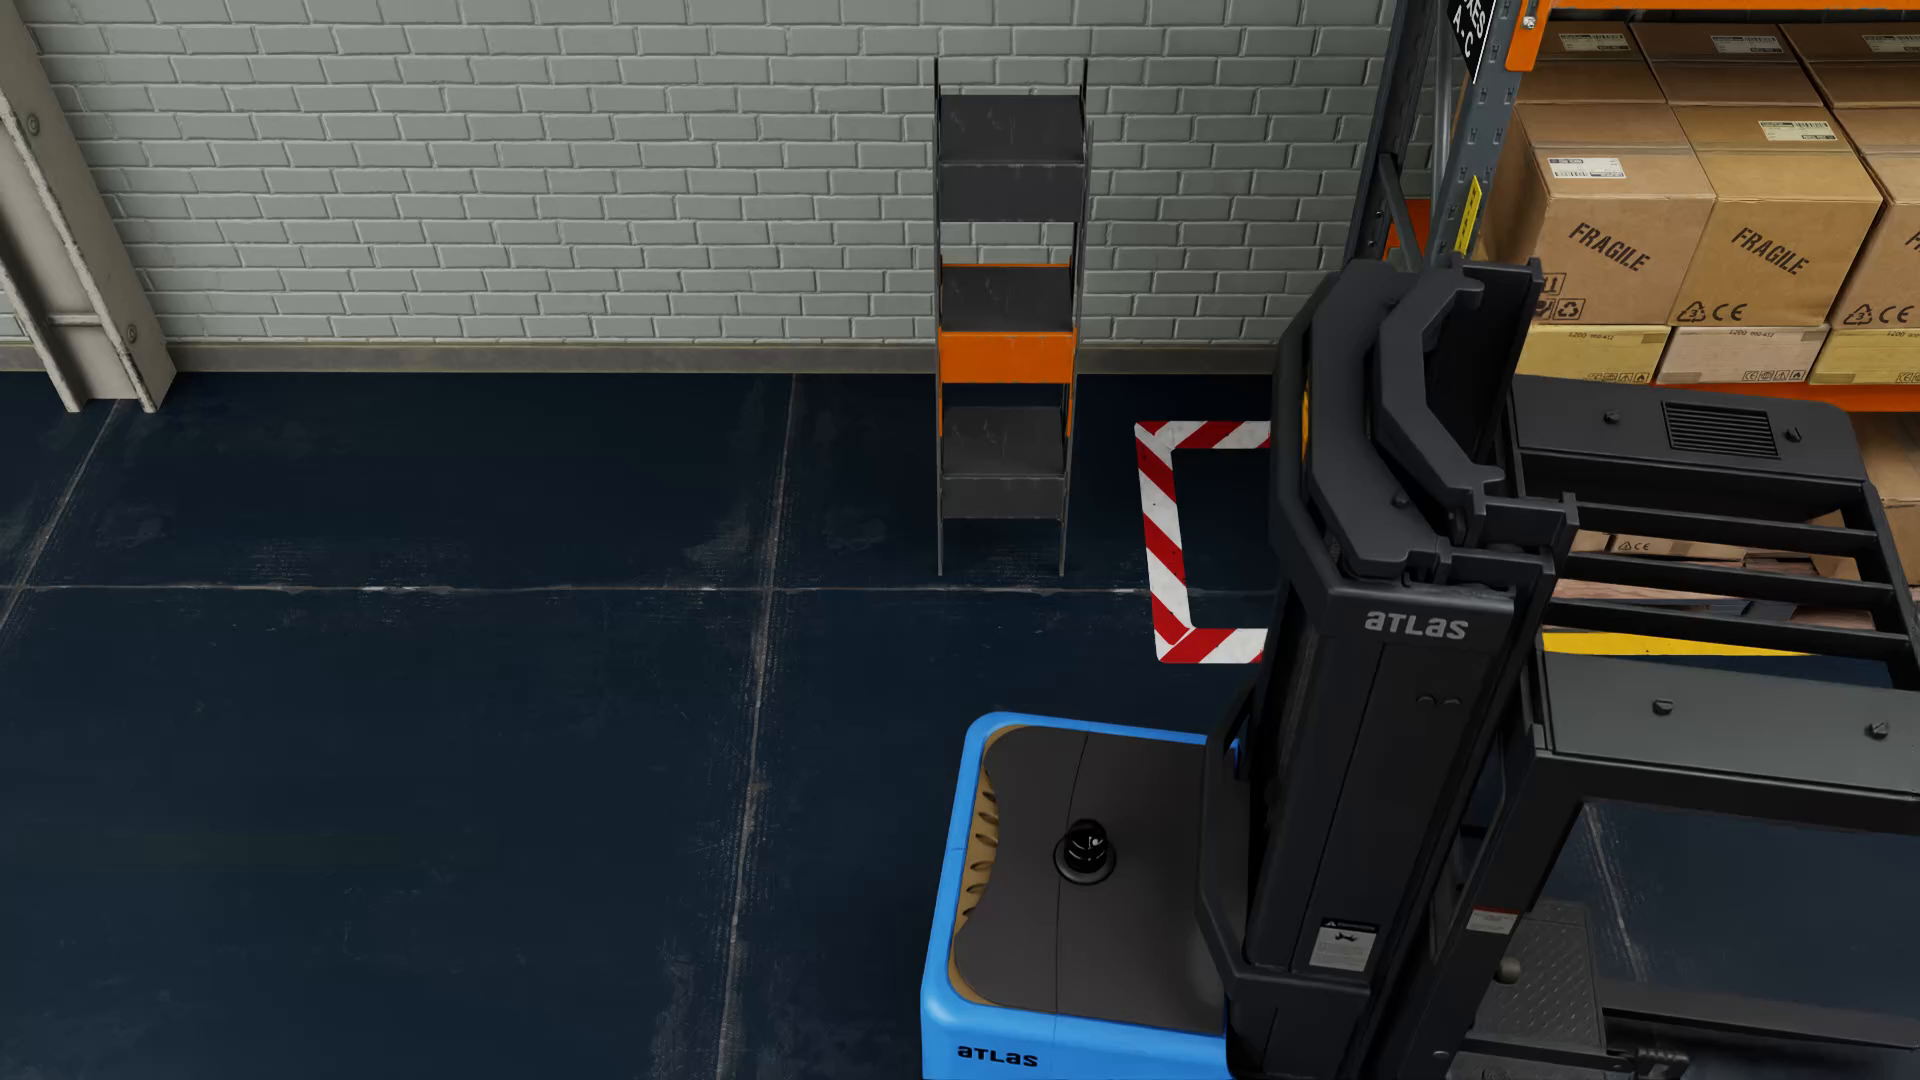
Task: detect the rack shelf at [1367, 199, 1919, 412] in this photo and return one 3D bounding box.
[{"bbox_3d":[3.545,-0.802,6.020,4.000,0.370,1.077,0,47,0],"label":"rack shelf"}]

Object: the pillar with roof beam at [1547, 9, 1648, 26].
[{"bbox_3d":[2.232,-0.577,1.220,0.400,9.000,9.100,0,47,0],"label":"pillar with roof beam"}]

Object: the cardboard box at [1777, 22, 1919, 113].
[{"bbox_3d":[3.037,-1.411,5.672,0.500,0.500,0.500,-1,47,-1],"label":"cardboard box"}]

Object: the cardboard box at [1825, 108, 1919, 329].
[{"bbox_3d":[3.032,-1.028,5.315,0.500,0.500,0.500,-1,47,-1],"label":"cardboard box"}]

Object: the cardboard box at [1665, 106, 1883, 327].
[{"bbox_3d":[2.515,-1.034,5.321,0.500,0.500,0.500,0,47,0],"label":"cardboard box"}]

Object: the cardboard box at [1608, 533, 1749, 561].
[{"bbox_3d":[2.806,-0.217,6.520,0.500,0.311,0.500,4,47,3],"label":"cardboard box"}]

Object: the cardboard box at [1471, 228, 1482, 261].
[{"bbox_3d":[2.013,-1.149,5.940,0.500,0.250,0.500,1,47,1],"label":"cardboard box"}]

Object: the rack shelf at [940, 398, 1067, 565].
[{"bbox_3d":[0.166,-0.229,6.584,0.480,0.518,0.431,0,47,0],"label":"rack shelf"}]

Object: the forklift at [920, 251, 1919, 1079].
[{"bbox_3d":[1.444,0.737,4.143,3.031,2.935,1.130,6,47,6],"label":"forklift"}]

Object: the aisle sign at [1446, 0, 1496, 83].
[{"bbox_3d":[1.472,-1.719,4.606,0.004,0.787,0.394,0,47,0],"label":"aisle sign"}]

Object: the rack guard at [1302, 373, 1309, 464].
[{"bbox_3d":[1.621,-0.201,6.676,0.348,0.500,1.175,0,47,0],"label":"rack guard"}]

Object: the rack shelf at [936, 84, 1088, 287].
[{"bbox_3d":[0.166,-1.183,5.559,0.480,0.518,0.431,0,47,0],"label":"rack shelf"}]

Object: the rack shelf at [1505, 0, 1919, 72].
[{"bbox_3d":[3.545,-1.824,4.922,4.000,0.370,1.077,0,47,0],"label":"rack shelf"}]

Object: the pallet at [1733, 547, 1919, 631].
[{"bbox_3d":[3.650,-0.069,6.751,1.213,0.211,1.003,0,47,0],"label":"pallet"}]

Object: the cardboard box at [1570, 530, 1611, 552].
[{"bbox_3d":[2.236,-0.219,6.522,0.500,0.311,0.500,-5,47,-4],"label":"cardboard box"}]

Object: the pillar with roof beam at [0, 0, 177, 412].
[{"bbox_3d":[-3.768,-0.593,1.235,0.400,9.000,9.100,0,47,0],"label":"pillar with roof beam"}]

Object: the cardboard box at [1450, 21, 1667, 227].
[{"bbox_3d":[2.017,-1.418,5.678,0.500,0.500,0.500,0,47,0],"label":"cardboard box"}]

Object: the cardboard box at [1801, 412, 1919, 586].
[{"bbox_3d":[3.540,-0.243,6.415,0.500,0.500,0.700,-3,47,-2],"label":"cardboard box"}]

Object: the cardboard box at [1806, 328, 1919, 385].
[{"bbox_3d":[3.060,-0.778,5.595,0.500,0.250,0.500,-1,47,0],"label":"cardboard box"}]

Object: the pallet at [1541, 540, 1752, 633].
[{"bbox_3d":[2.433,-0.074,6.756,1.213,0.211,1.003,0,47,0],"label":"pallet"}]

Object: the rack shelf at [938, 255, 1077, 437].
[{"bbox_3d":[0.166,-0.706,6.072,0.480,0.518,0.431,0,47,0],"label":"rack shelf"}]

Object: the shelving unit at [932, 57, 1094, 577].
[{"bbox_3d":[0.166,-0.715,6.062,0.503,2.100,0.431,0,47,0],"label":"shelving unit"}]

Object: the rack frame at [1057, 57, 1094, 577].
[{"bbox_3d":[0.410,-0.714,6.061,0.015,2.100,0.400,0,47,0],"label":"rack frame"}]

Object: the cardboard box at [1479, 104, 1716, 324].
[{"bbox_3d":[2.021,-1.043,5.329,0.500,0.500,0.500,0,47,0],"label":"cardboard box"}]

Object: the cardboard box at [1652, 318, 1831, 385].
[{"bbox_3d":[2.551,-0.784,5.600,0.500,0.250,0.500,-1,47,-1],"label":"cardboard box"}]

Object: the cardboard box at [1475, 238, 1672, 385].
[{"bbox_3d":[2.031,-0.775,5.592,0.500,0.250,0.500,-1,47,-1],"label":"cardboard box"}]

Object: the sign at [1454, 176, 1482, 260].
[{"bbox_3d":[1.543,-0.951,5.075,0.005,0.325,0.100,0,47,0],"label":"sign"}]

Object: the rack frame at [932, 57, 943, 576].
[{"bbox_3d":[-0.078,-0.716,6.062,0.015,2.100,0.400,0,47,0],"label":"rack frame"}]

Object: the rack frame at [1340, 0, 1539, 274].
[{"bbox_3d":[1.545,-1.053,5.761,0.127,3.000,1.000,0,47,0],"label":"rack frame"}]

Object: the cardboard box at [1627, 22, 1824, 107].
[{"bbox_3d":[2.520,-1.410,5.670,0.500,0.500,0.500,1,47,1],"label":"cardboard box"}]
